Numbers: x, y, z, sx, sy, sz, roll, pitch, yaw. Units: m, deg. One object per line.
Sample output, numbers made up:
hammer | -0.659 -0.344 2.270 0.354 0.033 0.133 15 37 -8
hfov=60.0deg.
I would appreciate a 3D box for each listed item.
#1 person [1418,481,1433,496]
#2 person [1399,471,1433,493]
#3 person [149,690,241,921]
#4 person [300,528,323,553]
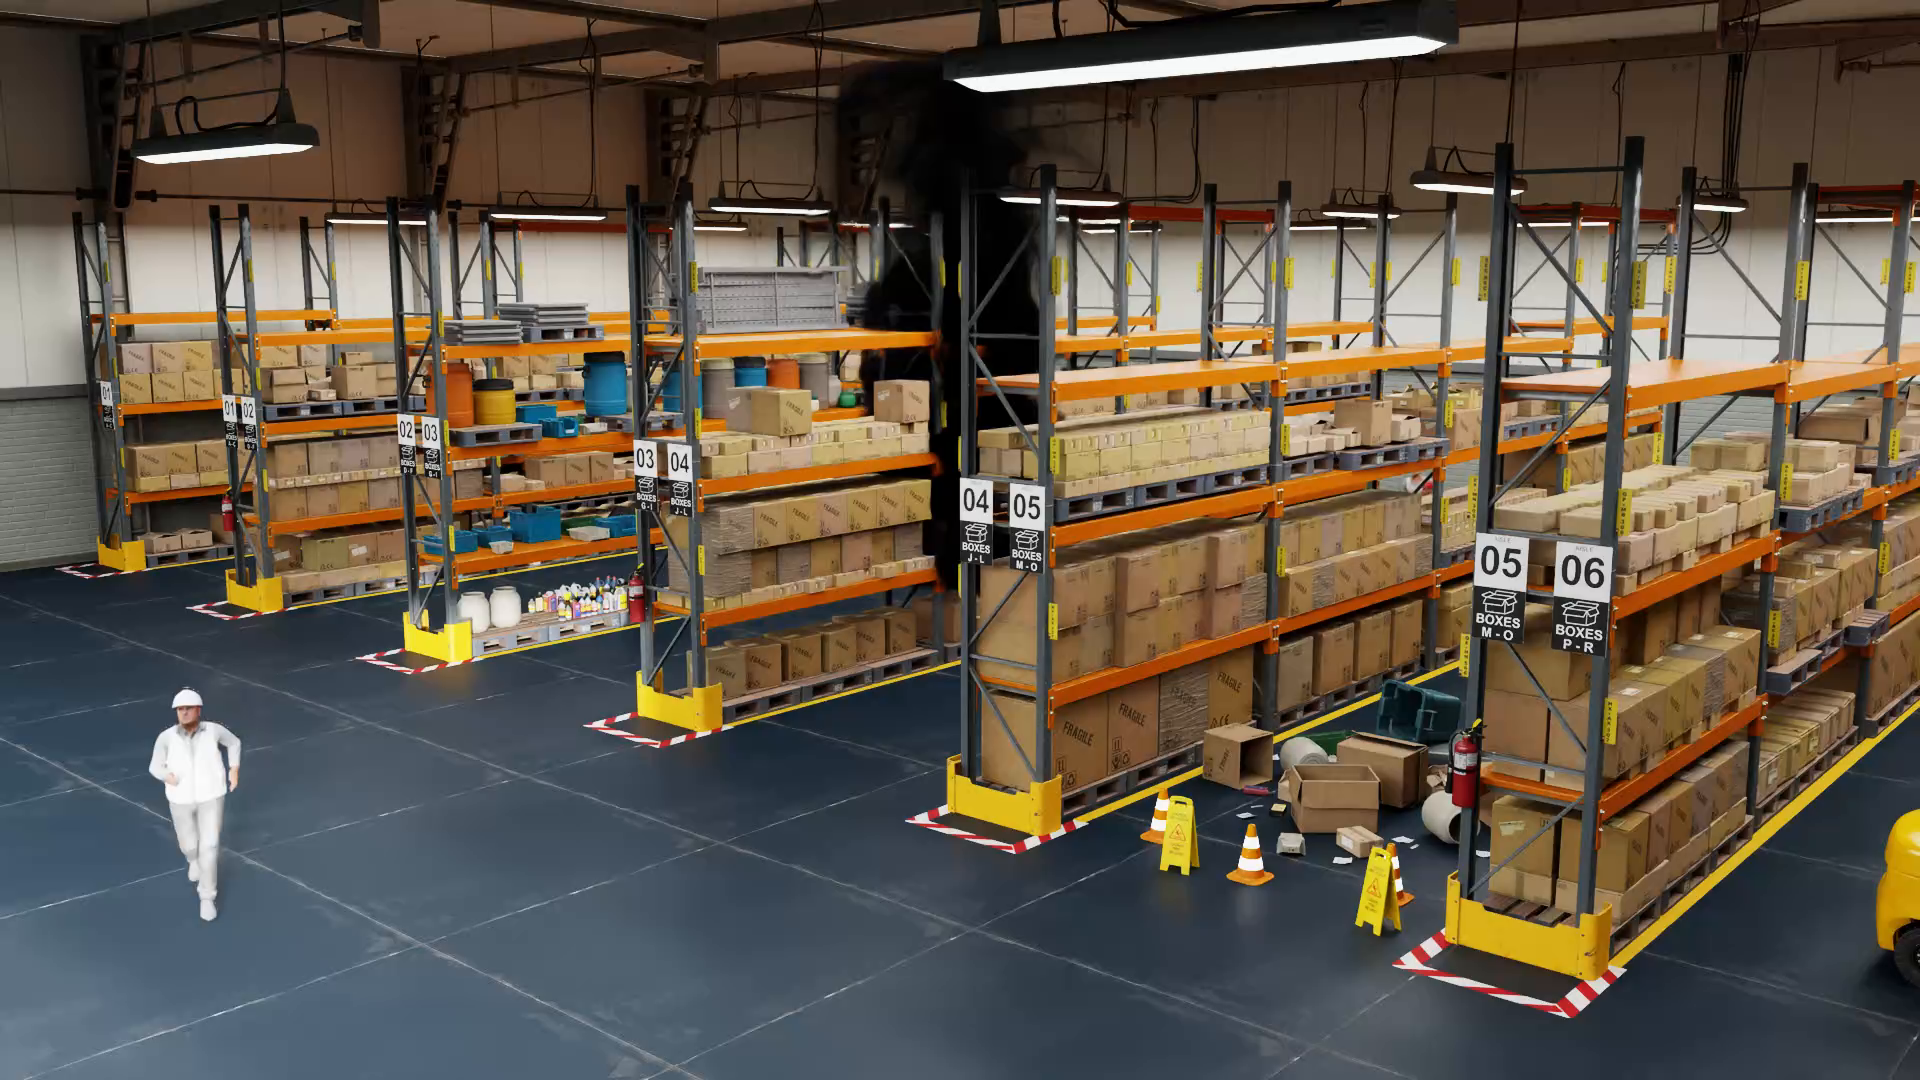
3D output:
person | 7.281 -0.026 26.053 0.871 1.824 0.662 -8 12 -40
person | 7.945 -0.494 28.855 0.697 1.764 0.675 7 12 37
person | -6.164 2.076 13.439 0.671 1.755 1.013 -3 10 -19
person | -10.670 -0.193 27.548 0.574 1.639 0.585 9 13 42
